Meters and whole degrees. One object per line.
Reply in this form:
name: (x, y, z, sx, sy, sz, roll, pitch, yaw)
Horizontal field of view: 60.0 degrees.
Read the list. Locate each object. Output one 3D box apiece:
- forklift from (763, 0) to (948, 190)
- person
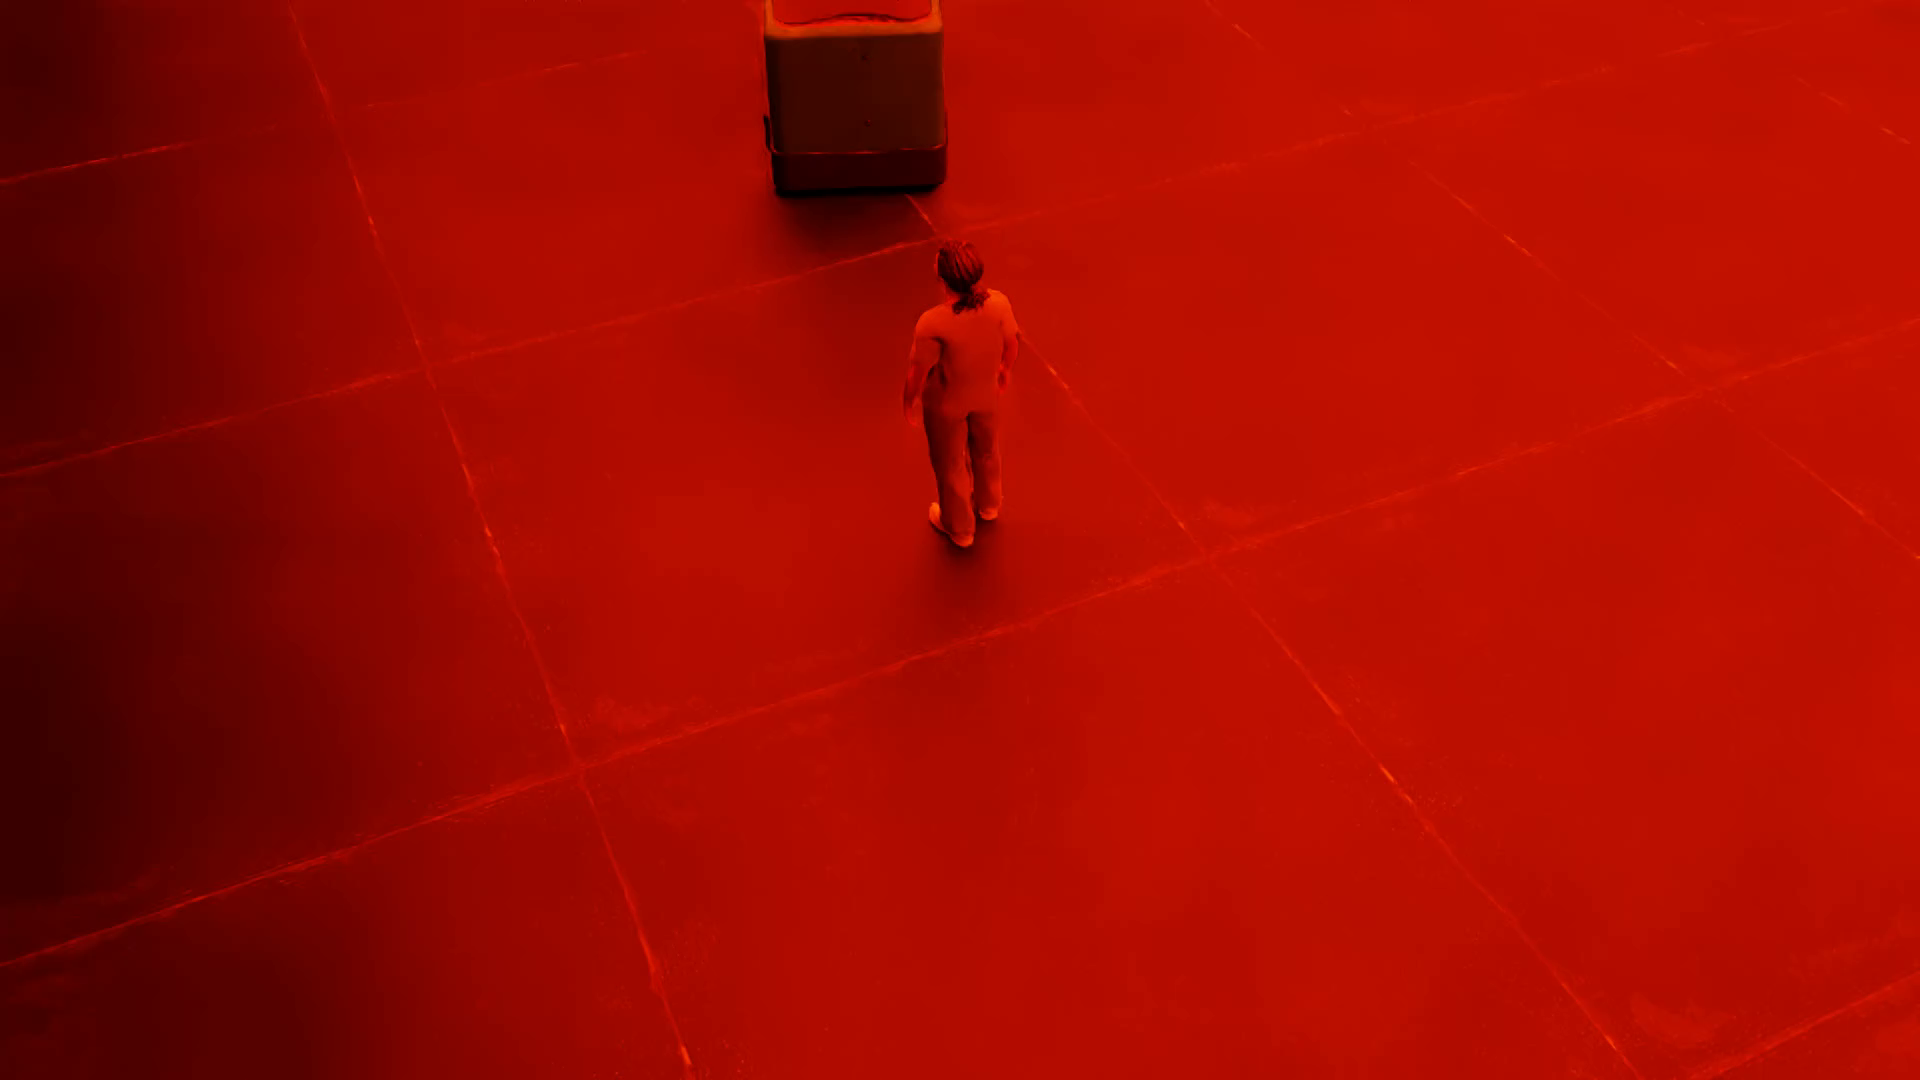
forklift: (-0.724, -4.170, 10.149, 1.130, 2.935, 3.031, -3, 43, -4)
person: (-0.019, -0.667, 7.305, 0.550, 1.674, 0.548, -18, 46, -18)
